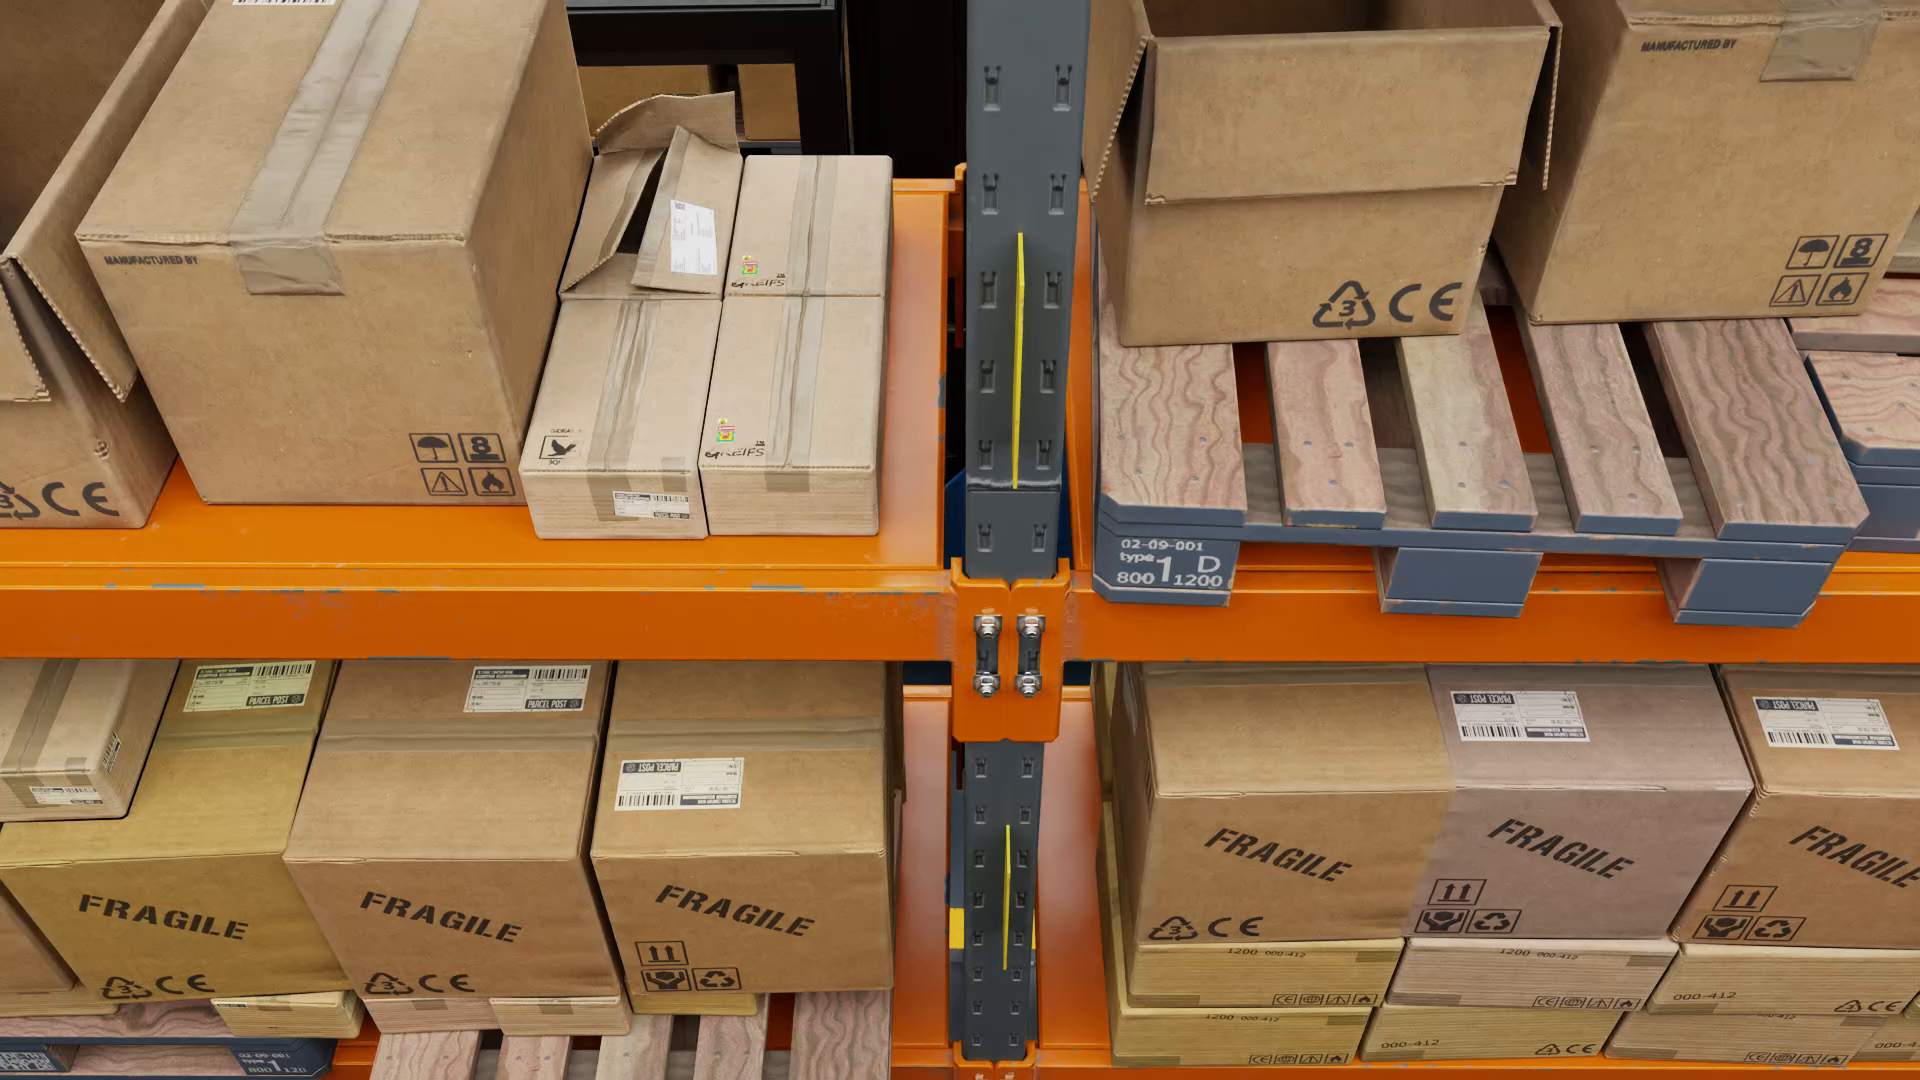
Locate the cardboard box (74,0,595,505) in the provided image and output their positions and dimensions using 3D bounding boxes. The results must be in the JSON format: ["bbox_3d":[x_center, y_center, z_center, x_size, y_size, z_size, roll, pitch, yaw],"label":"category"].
[{"bbox_3d":[-0.875,-0.474,2.525,0.500,0.500,0.700,0,47,0],"label":"cardboard box"}]

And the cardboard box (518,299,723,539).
[{"bbox_3d":[-0.491,-0.187,2.497,0.250,0.149,0.380,0,47,0],"label":"cardboard box"}]

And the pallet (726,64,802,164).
[{"bbox_3d":[-0.798,-2.139,8.097,1.213,0.211,1.003,0,47,0],"label":"pallet"}]

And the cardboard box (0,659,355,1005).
[{"bbox_3d":[-1.404,0.522,3.157,0.500,0.500,0.500,-3,47,-3],"label":"cardboard box"}]

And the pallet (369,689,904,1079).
[{"bbox_3d":[-0.640,0.733,3.649,1.003,0.211,1.213,0,47,0],"label":"pallet"}]

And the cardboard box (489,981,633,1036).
[{"bbox_3d":[-0.776,0.790,3.350,0.250,0.149,0.380,0,47,0],"label":"cardboard box"}]

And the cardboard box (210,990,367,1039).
[{"bbox_3d":[-1.303,0.793,3.348,0.250,0.149,0.380,1,47,1],"label":"cardboard box"}]

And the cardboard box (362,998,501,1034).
[{"bbox_3d":[-1.028,0.783,3.356,0.250,0.149,0.380,-2,47,-2],"label":"cardboard box"}]

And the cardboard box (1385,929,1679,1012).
[{"bbox_3d":[1.096,0.657,3.350,0.500,0.250,0.500,1,47,1],"label":"cardboard box"}]

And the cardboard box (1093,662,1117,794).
[{"bbox_3d":[0.558,0.288,3.694,0.500,0.250,0.500,0,47,0],"label":"cardboard box"}]

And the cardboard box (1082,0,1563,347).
[{"bbox_3d":[0.451,-0.718,2.462,0.637,0.503,0.797,-2,47,-2],"label":"cardboard box"}]

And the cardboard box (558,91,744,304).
[{"bbox_3d":[-0.497,-0.511,2.719,0.258,0.266,0.396,0,47,0],"label":"cardboard box"}]

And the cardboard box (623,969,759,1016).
[{"bbox_3d":[-0.524,0.758,3.380,0.250,0.149,0.380,1,47,1],"label":"cardboard box"}]

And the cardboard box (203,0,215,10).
[{"bbox_3d":[-3.389,-2.484,7.762,0.750,0.750,1.050,0,47,0],"label":"cardboard box"}]

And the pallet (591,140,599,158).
[{"bbox_3d":[-2.015,-2.145,8.102,1.213,0.211,1.003,0,47,0],"label":"pallet"}]

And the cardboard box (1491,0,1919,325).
[{"bbox_3d":[1.064,-0.744,2.489,0.500,0.500,0.700,-2,47,-2],"label":"cardboard box"}]

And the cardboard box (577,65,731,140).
[{"bbox_3d":[-1.492,-2.476,7.755,0.750,0.750,1.050,1,47,1],"label":"cardboard box"}]

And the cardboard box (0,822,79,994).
[{"bbox_3d":[-1.950,0.519,3.159,0.500,0.500,0.500,-2,47,-1],"label":"cardboard box"}]

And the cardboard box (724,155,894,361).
[{"bbox_3d":[-0.241,-0.470,2.761,0.250,0.149,0.380,0,47,0],"label":"cardboard box"}]

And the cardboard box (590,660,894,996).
[{"bbox_3d":[-0.383,0.515,3.163,0.500,0.500,0.500,-1,47,-1],"label":"cardboard box"}]

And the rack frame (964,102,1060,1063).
[{"bbox_3d":[0.073,0.592,3.650,0.127,3.000,1.000,0,47,0],"label":"rack frame"}]

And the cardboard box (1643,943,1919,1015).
[{"bbox_3d":[1.594,0.667,3.341,0.500,0.250,0.500,0,47,0],"label":"cardboard box"}]

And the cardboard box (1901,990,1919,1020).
[{"bbox_3d":[2.101,0.678,3.330,0.500,0.250,0.500,1,47,1],"label":"cardboard box"}]

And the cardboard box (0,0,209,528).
[{"bbox_3d":[-1.452,-0.449,2.499,0.637,0.503,0.797,0,47,0],"label":"cardboard box"}]

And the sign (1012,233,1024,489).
[{"bbox_3d":[0.069,-0.209,1.993,0.005,0.325,0.100,0,47,0],"label":"sign"}]

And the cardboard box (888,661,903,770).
[{"bbox_3d":[-0.376,0.143,3.510,0.500,0.500,0.500,-1,47,-1],"label":"cardboard box"}]

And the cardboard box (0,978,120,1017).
[{"bbox_3d":[-1.805,0.759,3.379,0.250,0.149,0.380,-1,47,-1],"label":"cardboard box"}]

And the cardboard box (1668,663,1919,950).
[{"bbox_3d":[1.579,0.404,3.073,0.500,0.500,0.500,1,47,1],"label":"cardboard box"}]

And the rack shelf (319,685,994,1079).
[{"bbox_3d":[-1.927,0.831,3.918,4.000,0.370,1.077,0,47,0],"label":"rack shelf"}]

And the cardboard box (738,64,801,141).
[{"bbox_3d":[-0.618,-2.476,7.755,0.750,0.750,1.050,0,47,0],"label":"cardboard box"}]

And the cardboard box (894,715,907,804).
[{"bbox_3d":[-0.251,0.397,3.716,0.250,0.149,0.380,-2,47,-2],"label":"cardboard box"}]

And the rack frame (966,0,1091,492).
[{"bbox_3d":[0.073,-1.452,1.454,0.127,3.000,1.000,0,47,0],"label":"rack frame"}]

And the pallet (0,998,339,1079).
[{"bbox_3d":[-1.907,0.682,3.697,1.213,0.211,1.003,0,47,0],"label":"pallet"}]

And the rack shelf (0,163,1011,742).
[{"bbox_3d":[-1.927,-0.191,2.820,4.000,0.370,1.077,0,47,0],"label":"rack shelf"}]

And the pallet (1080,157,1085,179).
[{"bbox_3d":[0.772,-2.079,8.041,1.213,0.211,1.003,0,47,0],"label":"pallet"}]

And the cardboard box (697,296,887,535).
[{"bbox_3d":[-0.243,-0.192,2.502,0.250,0.149,0.380,0,47,0],"label":"cardboard box"}]

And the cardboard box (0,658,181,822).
[{"bbox_3d":[-1.564,0.294,2.925,0.250,0.149,0.380,-2,47,-2],"label":"cardboard box"}]

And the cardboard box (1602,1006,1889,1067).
[{"bbox_3d":[1.600,0.822,3.538,0.500,0.250,0.500,2,47,1],"label":"cardboard box"}]

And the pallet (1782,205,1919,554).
[{"bbox_3d":[1.835,-0.402,2.655,1.213,0.211,1.003,2,47,2],"label":"pallet"}]

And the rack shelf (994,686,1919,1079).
[{"bbox_3d":[2.073,0.842,3.908,4.000,0.370,1.077,0,47,0],"label":"rack shelf"}]

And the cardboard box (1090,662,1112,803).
[{"bbox_3d":[0.580,0.454,3.881,0.500,0.250,0.500,-1,47,-1],"label":"cardboard box"}]

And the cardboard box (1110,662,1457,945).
[{"bbox_3d":[0.565,0.397,3.080,0.500,0.500,0.500,-1,47,-1],"label":"cardboard box"}]

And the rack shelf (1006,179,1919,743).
[{"bbox_3d":[2.073,-0.180,2.810,4.000,0.370,1.077,0,47,0],"label":"rack shelf"}]

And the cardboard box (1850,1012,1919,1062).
[{"bbox_3d":[2.093,0.821,3.539,0.500,0.250,0.500,0,47,0],"label":"cardboard box"}]

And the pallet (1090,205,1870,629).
[{"bbox_3d":[0.717,-0.403,2.656,1.003,0.211,1.213,2,47,2],"label":"pallet"}]

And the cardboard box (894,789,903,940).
[{"bbox_3d":[-0.256,0.706,3.429,0.250,0.149,0.380,2,47,2],"label":"cardboard box"}]

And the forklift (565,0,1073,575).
[{"bbox_3d":[-0.630,-0.986,5.166,3.031,2.935,1.130,-1,47,-1],"label":"forklift"}]

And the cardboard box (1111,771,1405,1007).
[{"bbox_3d":[0.579,0.655,3.352,0.500,0.250,0.500,0,47,0],"label":"cardboard box"}]

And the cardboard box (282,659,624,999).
[{"bbox_3d":[-0.900,0.522,3.156,0.500,0.500,0.500,-1,47,0],"label":"cardboard box"}]

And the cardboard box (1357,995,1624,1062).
[{"bbox_3d":[1.075,0.817,3.543,0.500,0.250,0.500,-1,47,-1],"label":"cardboard box"}]

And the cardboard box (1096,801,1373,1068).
[{"bbox_3d":[0.561,0.828,3.532,0.500,0.250,0.500,-1,47,-1],"label":"cardboard box"}]

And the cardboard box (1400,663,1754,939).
[{"bbox_3d":[1.061,0.392,3.085,0.500,0.500,0.500,0,47,0],"label":"cardboard box"}]

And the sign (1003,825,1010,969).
[{"bbox_3d":[0.080,0.621,2.885,0.005,0.325,0.100,0,47,0],"label":"sign"}]
